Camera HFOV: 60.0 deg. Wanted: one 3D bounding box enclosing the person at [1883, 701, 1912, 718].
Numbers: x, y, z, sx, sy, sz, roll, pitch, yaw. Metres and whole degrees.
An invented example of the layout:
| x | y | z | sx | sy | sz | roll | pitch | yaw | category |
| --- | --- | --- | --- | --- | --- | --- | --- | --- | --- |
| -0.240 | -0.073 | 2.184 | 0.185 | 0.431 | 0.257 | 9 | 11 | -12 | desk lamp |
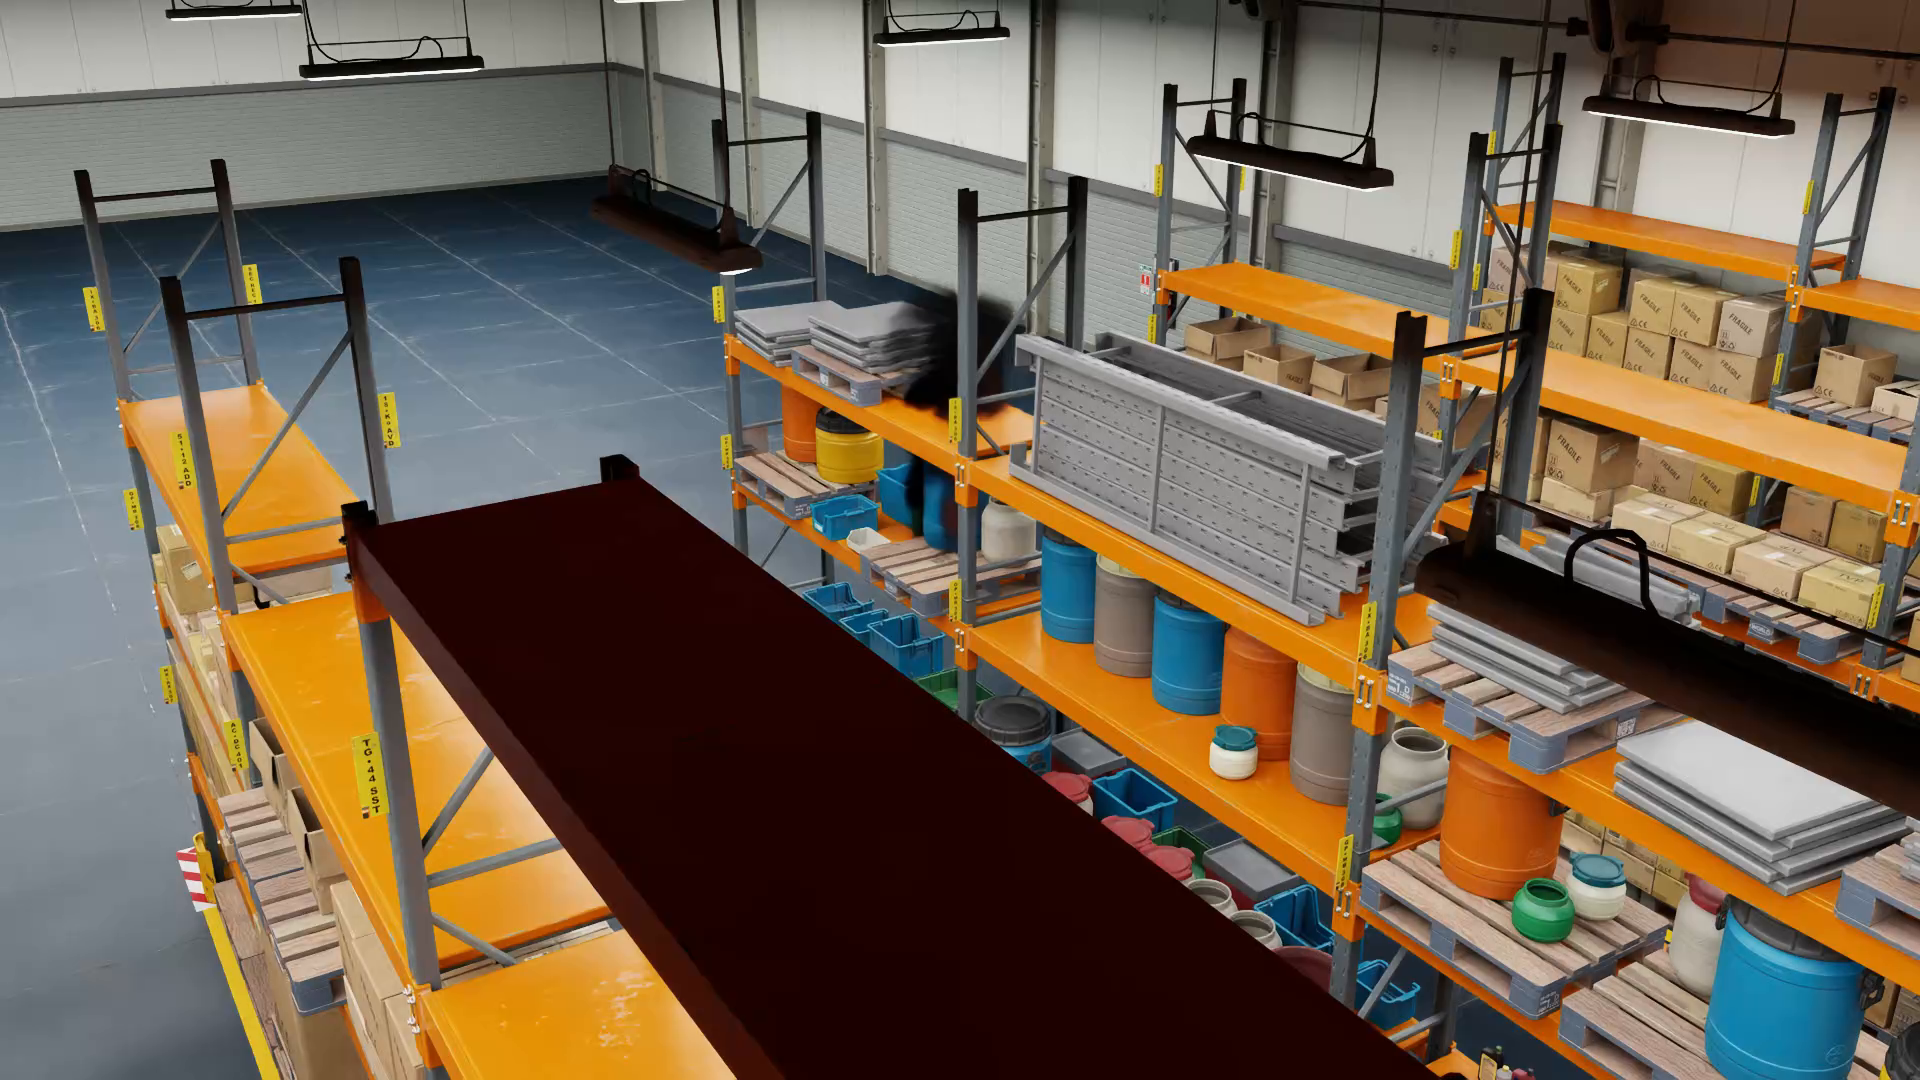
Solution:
| x | y | z | sx | sy | sz | roll | pitch | yaw | category |
| --- | --- | --- | --- | --- | --- | --- | --- | --- | --- |
| 7.956 | 2.075 | 14.144 | 0.580 | 1.558 | 0.730 | -20 | 29 | -40 | person |
